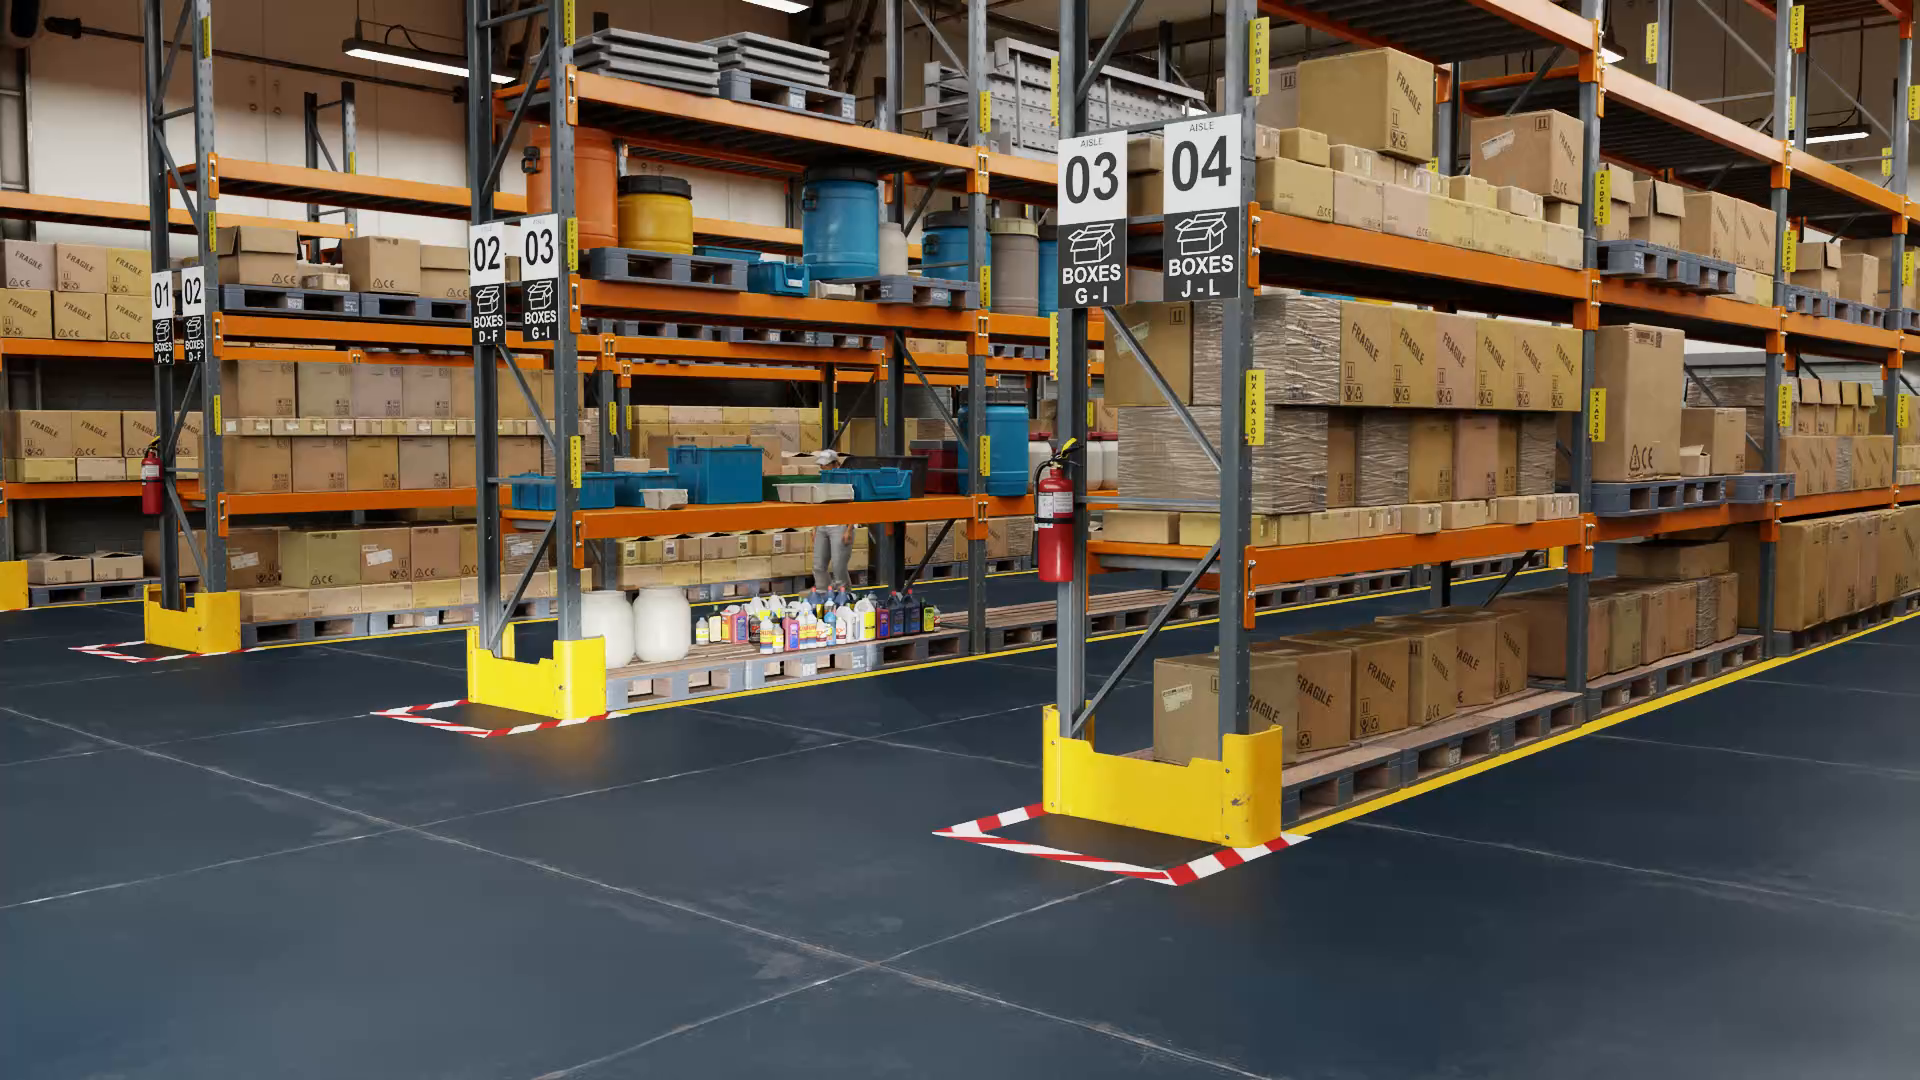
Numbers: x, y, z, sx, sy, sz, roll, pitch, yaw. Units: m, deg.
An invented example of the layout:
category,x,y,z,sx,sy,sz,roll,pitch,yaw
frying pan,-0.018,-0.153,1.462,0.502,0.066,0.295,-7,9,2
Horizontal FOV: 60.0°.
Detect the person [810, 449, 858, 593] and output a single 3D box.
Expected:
category,x,y,z,sx,sy,sz,roll,pitch,yaw
person,-1.291,-0.078,16.665,0.552,1.666,0.472,3,5,40
